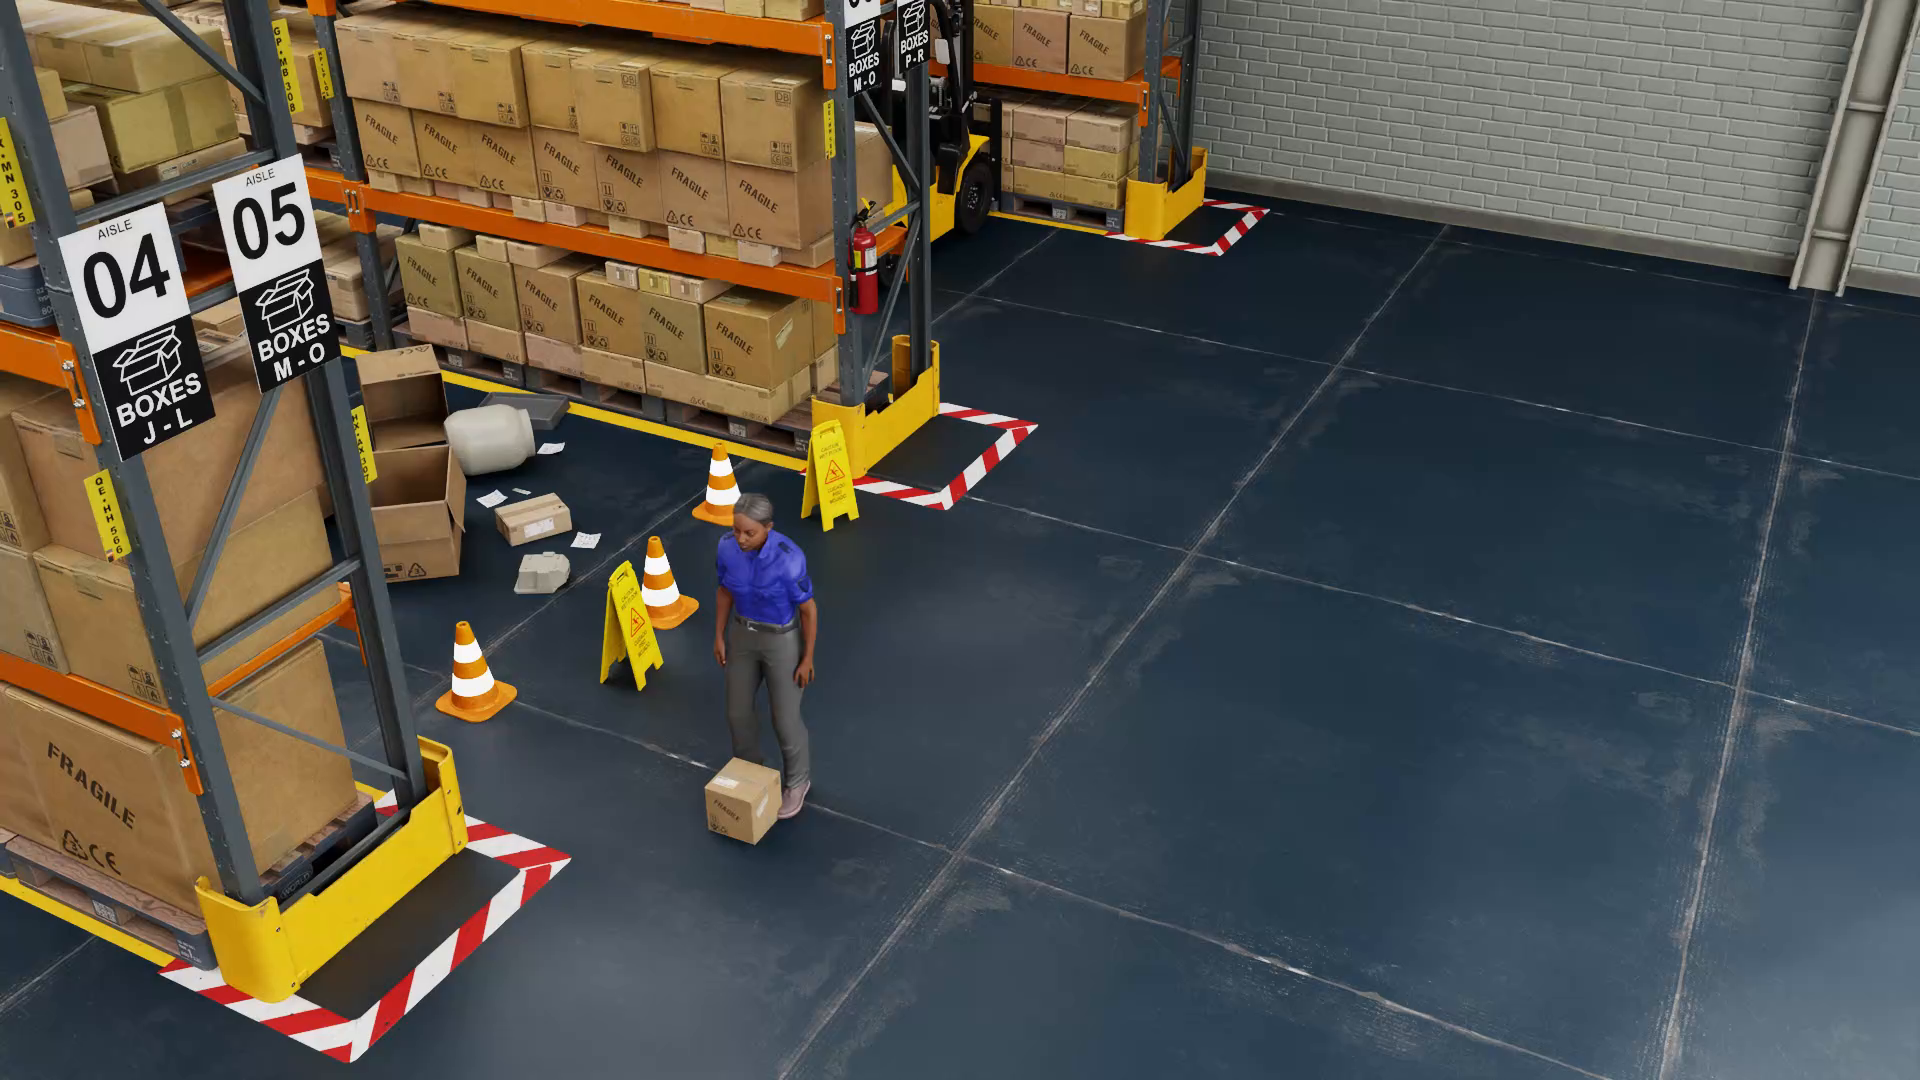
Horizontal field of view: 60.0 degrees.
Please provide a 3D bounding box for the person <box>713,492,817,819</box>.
[{"bbox_3d":[-0.889,0.483,7.461,0.530,1.654,0.352,12,32,20],"label":"person"}]
